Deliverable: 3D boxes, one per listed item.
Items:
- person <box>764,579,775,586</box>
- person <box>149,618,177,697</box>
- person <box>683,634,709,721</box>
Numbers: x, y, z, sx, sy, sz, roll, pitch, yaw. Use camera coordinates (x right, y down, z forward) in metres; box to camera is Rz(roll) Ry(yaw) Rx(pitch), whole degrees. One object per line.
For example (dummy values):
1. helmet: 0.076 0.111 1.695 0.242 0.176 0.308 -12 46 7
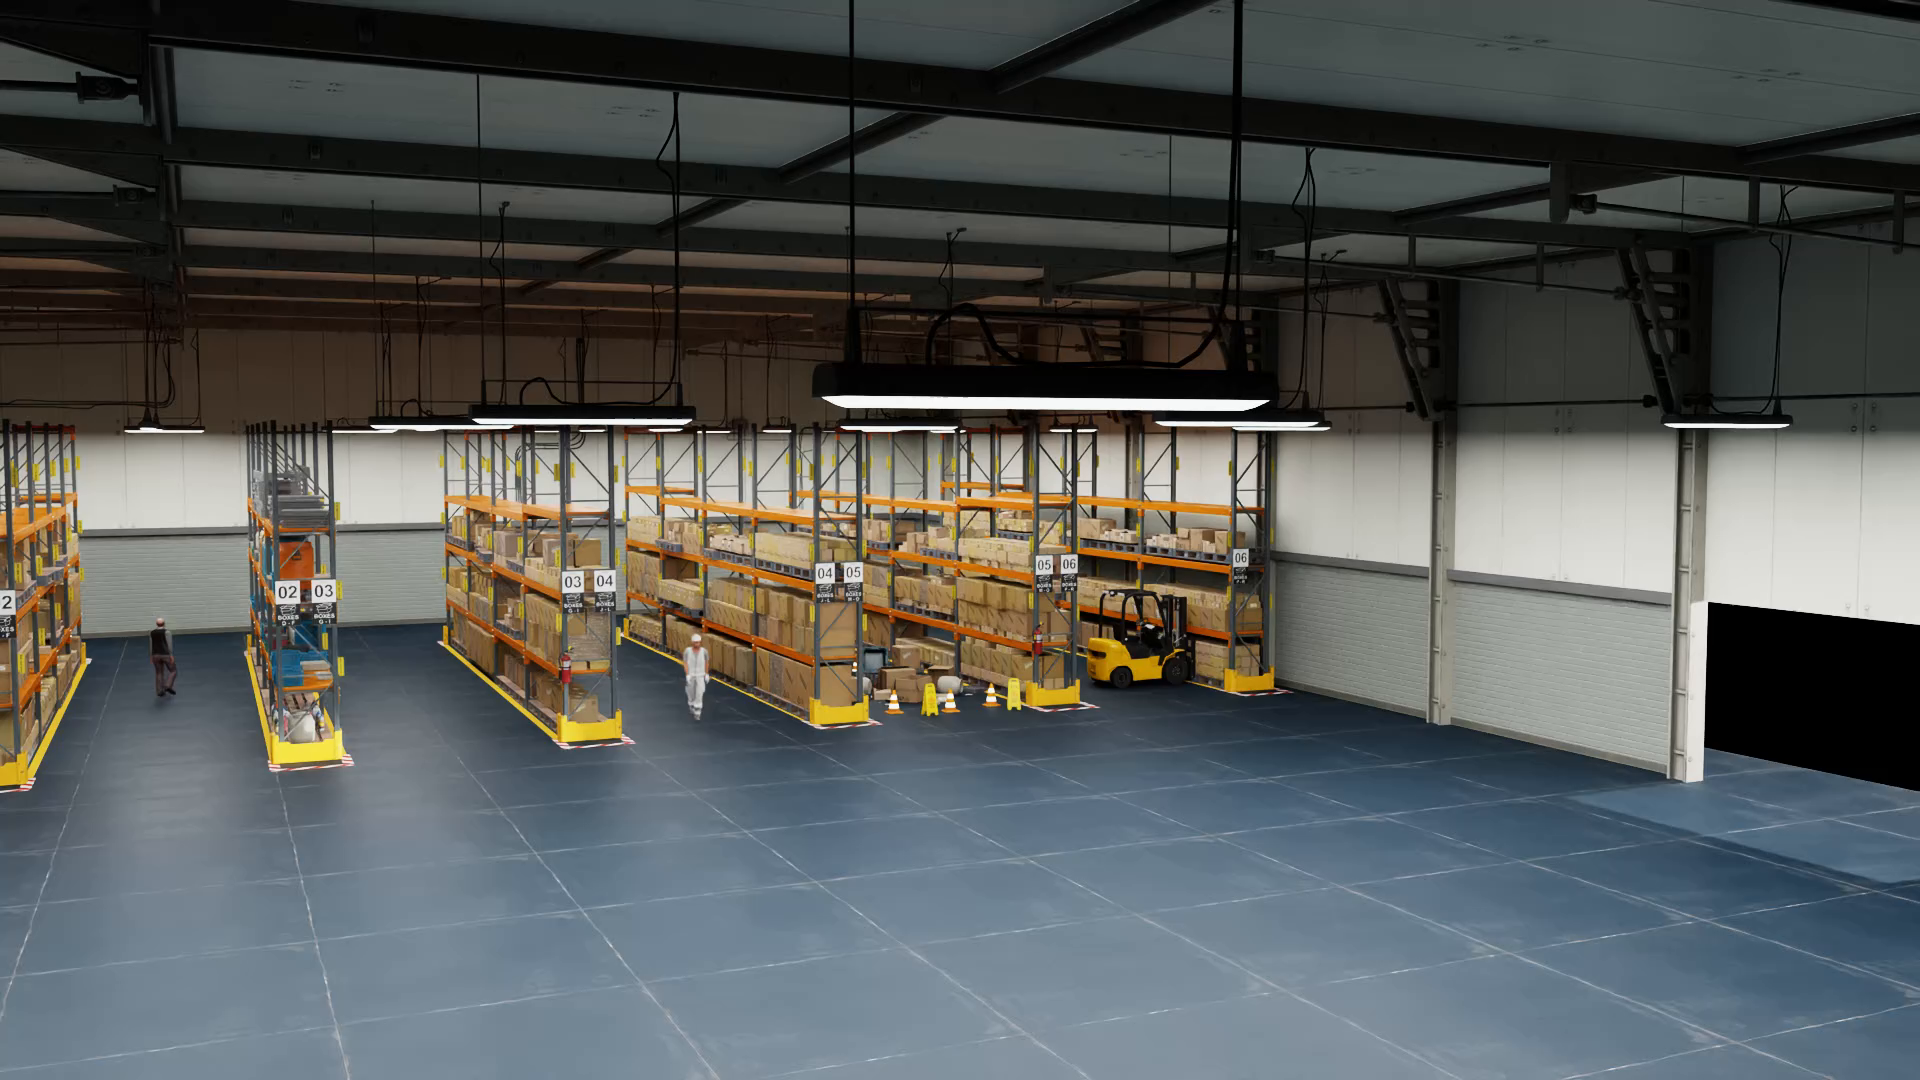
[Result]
1. person: -5.995 1.681 51.464 0.853 1.639 0.442 1 4 15
2. person: -17.546 2.572 36.585 0.553 1.715 0.449 0 4 -2
3. person: -5.337 2.758 33.591 0.525 1.716 1.091 -1 4 -8
